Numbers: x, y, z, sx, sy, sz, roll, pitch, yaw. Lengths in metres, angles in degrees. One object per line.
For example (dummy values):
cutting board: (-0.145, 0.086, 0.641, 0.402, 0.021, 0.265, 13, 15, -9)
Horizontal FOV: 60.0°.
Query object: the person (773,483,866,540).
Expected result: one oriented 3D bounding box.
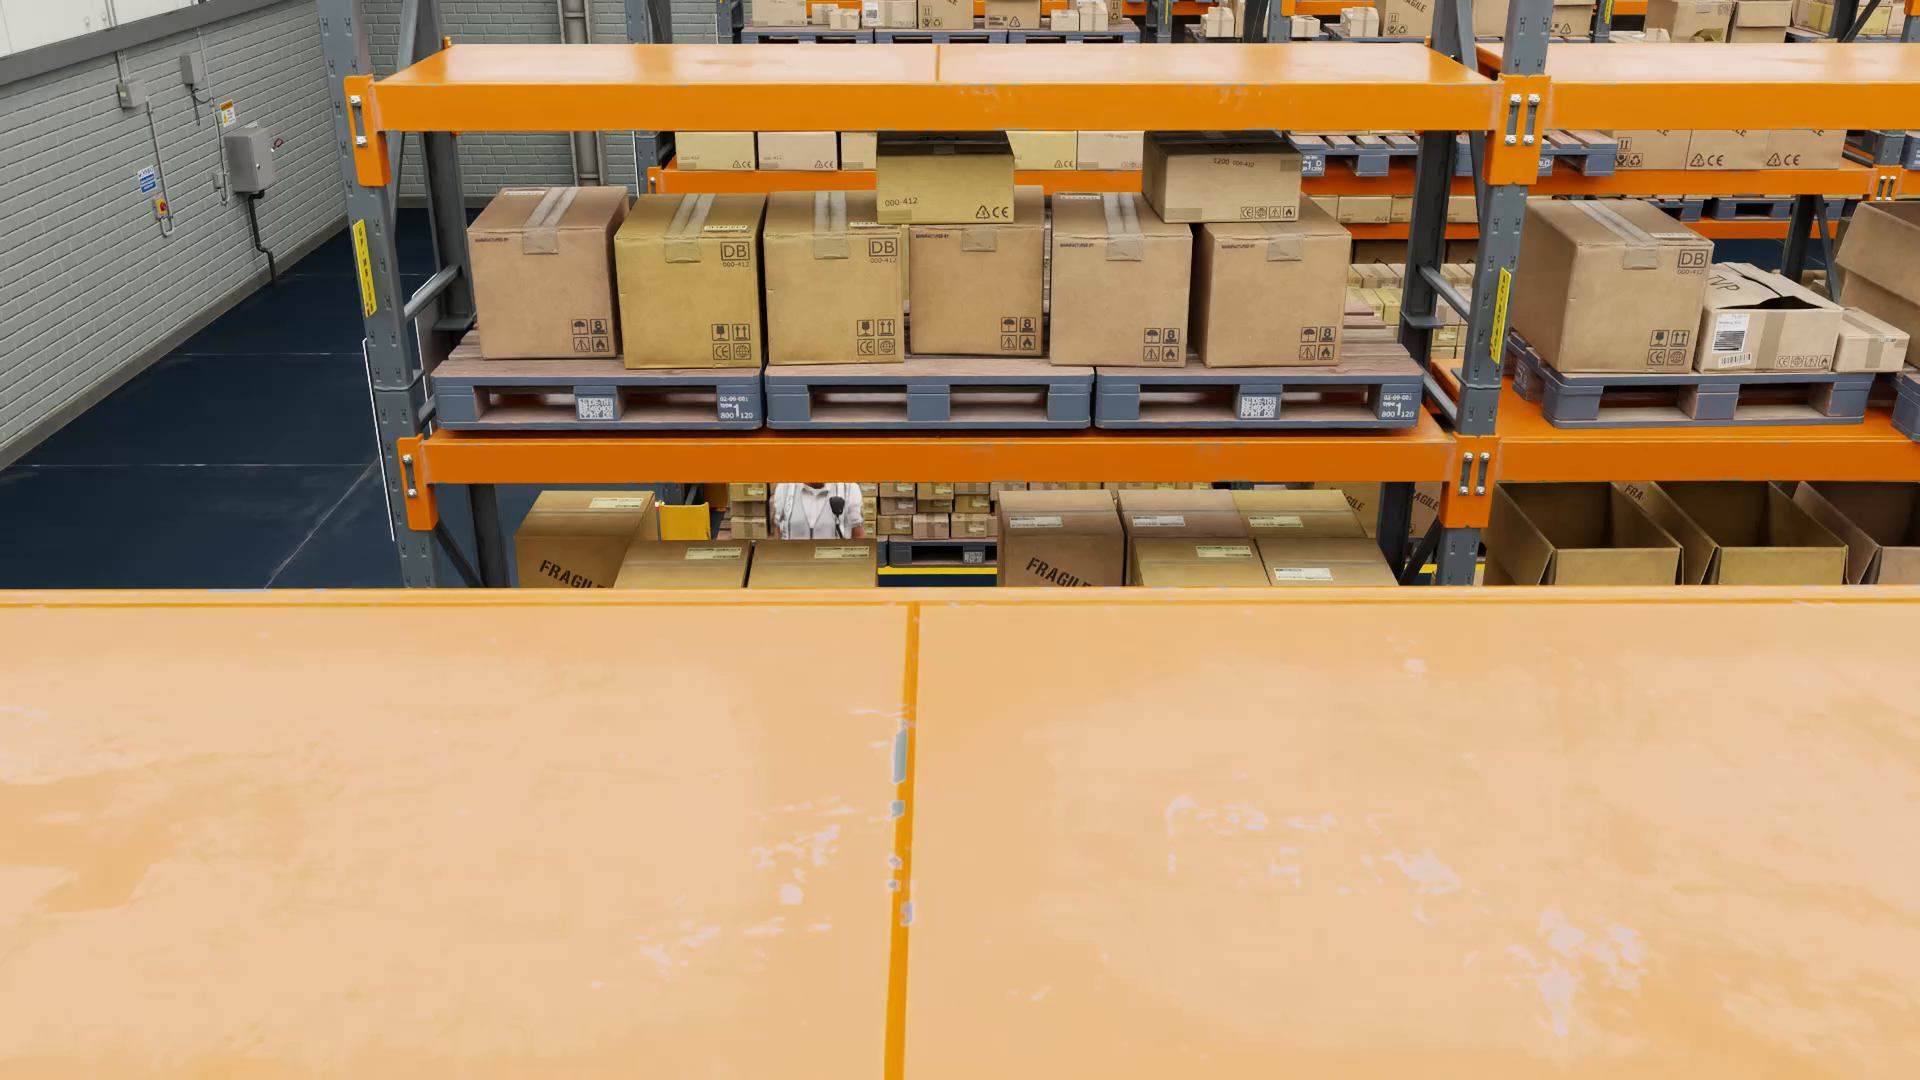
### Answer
person: (-0.803, 0.221, 9.620, 0.531, 1.738, 0.391, 0, 24, 1)
